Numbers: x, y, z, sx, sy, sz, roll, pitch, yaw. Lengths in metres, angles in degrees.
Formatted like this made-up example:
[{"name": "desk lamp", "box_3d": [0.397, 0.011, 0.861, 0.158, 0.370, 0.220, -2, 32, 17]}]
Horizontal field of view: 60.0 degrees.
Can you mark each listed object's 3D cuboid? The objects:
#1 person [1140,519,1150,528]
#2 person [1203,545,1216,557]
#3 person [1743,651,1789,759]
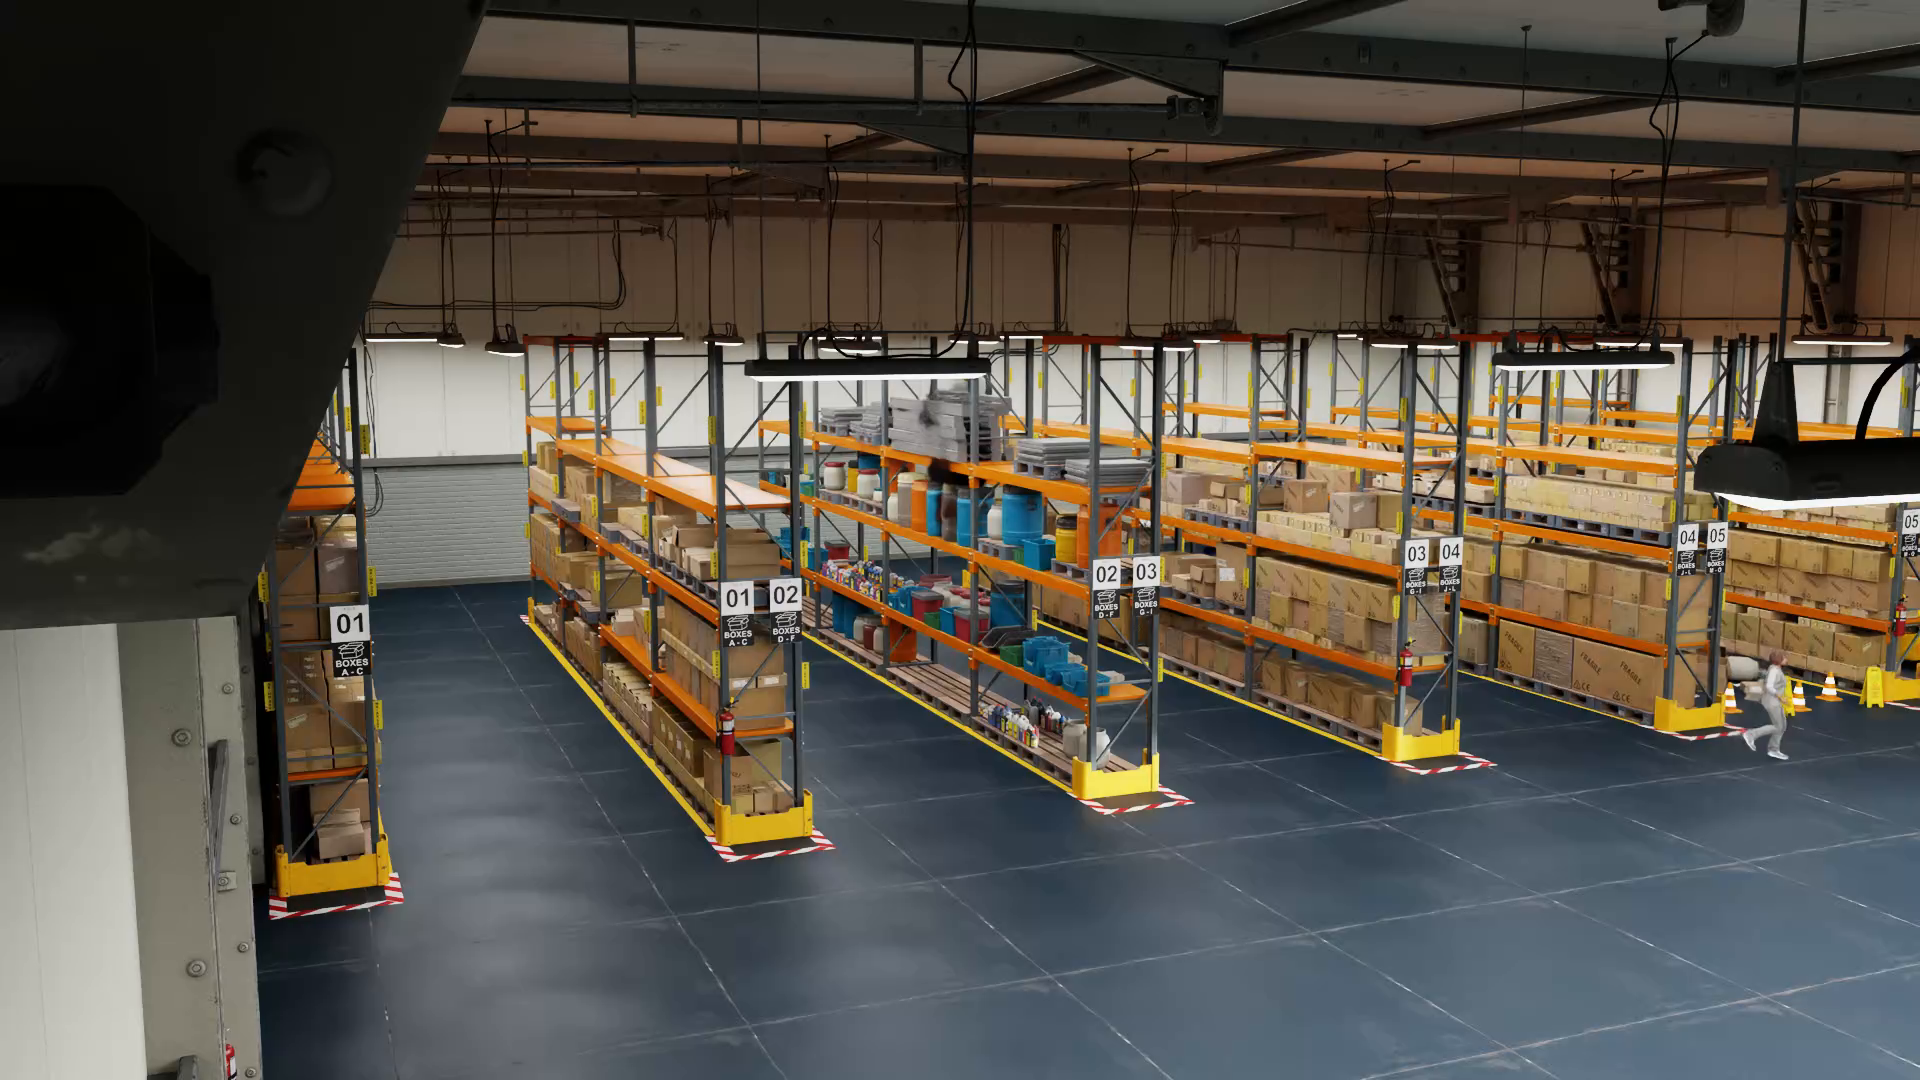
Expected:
[{"name": "person", "box_3d": [4.599, 0.030, 41.327, 0.614, 1.663, 0.630, -6, 10, -37]}, {"name": "person", "box_3d": [6.345, 0.023, 41.718, 0.654, 1.606, 0.531, -7, 10, -43]}, {"name": "person", "box_3d": [11.714, 2.371, 24.083, 0.610, 1.584, 0.564, 4, 8, 27]}]
